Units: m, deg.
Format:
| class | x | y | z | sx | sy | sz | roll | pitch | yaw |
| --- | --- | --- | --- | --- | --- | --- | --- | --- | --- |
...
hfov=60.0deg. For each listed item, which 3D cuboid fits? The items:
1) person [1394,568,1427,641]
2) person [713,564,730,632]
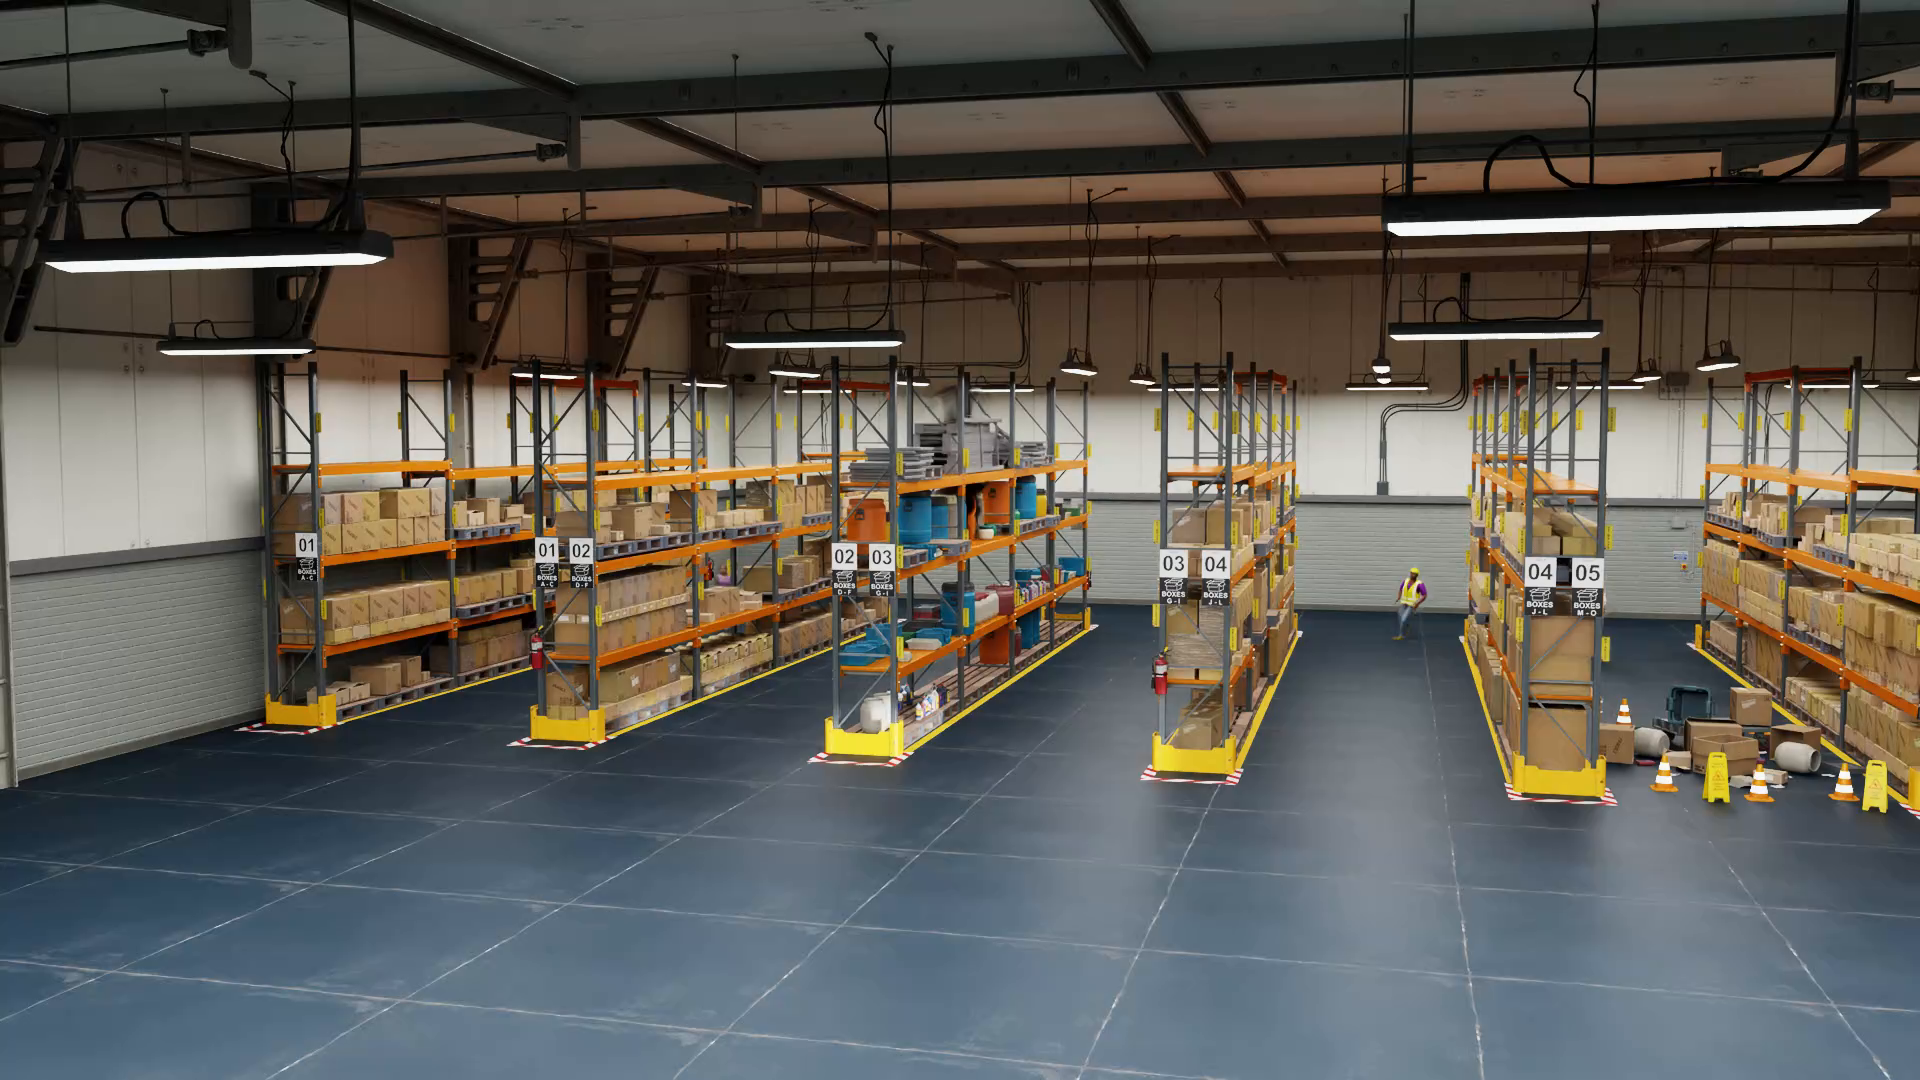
| class | x | y | z | sx | sy | sz | roll | pitch | yaw |
| --- | --- | --- | --- | --- | --- | --- | --- | --- | --- |
| person | 10.335 | 1.477 | 38.117 | 0.739 | 1.696 | 0.568 | 4 | 6 | 45 |
| person | -5.686 | 1.387 | 40.061 | 0.481 | 1.635 | 0.762 | 0 | 4 | 5 |
